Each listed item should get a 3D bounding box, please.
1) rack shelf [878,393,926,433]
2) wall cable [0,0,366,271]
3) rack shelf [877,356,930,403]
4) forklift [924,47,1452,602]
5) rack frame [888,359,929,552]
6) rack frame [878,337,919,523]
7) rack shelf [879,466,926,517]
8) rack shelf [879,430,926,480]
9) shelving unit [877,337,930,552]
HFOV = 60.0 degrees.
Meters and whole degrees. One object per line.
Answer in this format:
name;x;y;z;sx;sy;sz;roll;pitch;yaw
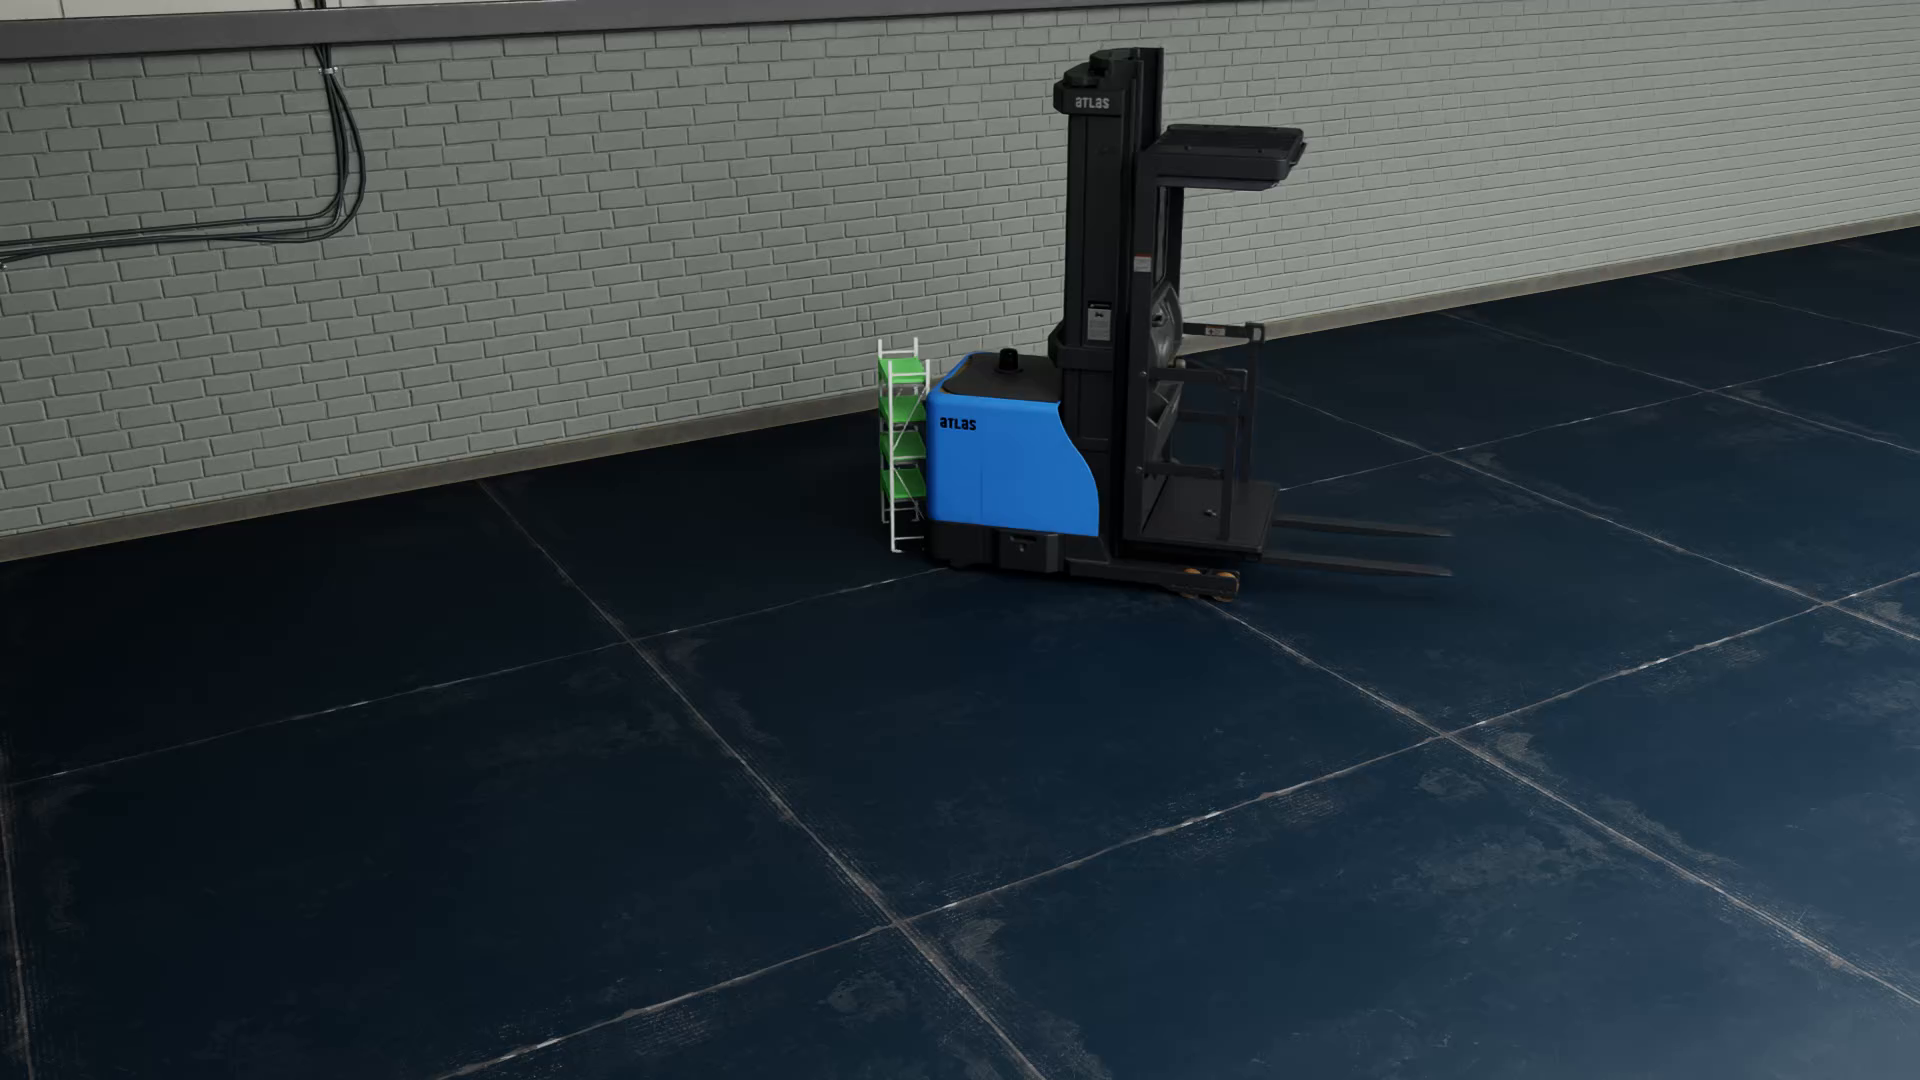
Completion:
rack shelf;-0.340;-0.747;10.087;0.258;0.148;0.480;-4;22;-9
wall cable;-5.001;-2.753;9.259;3.097;2.526;0.112;-13;25;-28
rack shelf;-0.340;-0.969;9.997;0.258;0.148;0.480;-4;22;-9
forklift;1.363;-1.228;9.441;3.031;2.935;1.130;6;23;14
rack frame;-0.300;-0.493;9.930;0.240;1.200;0.015;-4;22;-9
rack frame;-0.380;-0.674;10.376;0.240;1.200;0.015;-4;22;-9
rack shelf;-0.340;-0.302;10.268;0.258;0.148;0.480;-4;22;-9
rack shelf;-0.340;-0.524;10.177;0.258;0.148;0.480;-4;22;-9
shelving unit;-0.340;-0.583;10.153;0.258;1.200;0.503;-4;22;-9
